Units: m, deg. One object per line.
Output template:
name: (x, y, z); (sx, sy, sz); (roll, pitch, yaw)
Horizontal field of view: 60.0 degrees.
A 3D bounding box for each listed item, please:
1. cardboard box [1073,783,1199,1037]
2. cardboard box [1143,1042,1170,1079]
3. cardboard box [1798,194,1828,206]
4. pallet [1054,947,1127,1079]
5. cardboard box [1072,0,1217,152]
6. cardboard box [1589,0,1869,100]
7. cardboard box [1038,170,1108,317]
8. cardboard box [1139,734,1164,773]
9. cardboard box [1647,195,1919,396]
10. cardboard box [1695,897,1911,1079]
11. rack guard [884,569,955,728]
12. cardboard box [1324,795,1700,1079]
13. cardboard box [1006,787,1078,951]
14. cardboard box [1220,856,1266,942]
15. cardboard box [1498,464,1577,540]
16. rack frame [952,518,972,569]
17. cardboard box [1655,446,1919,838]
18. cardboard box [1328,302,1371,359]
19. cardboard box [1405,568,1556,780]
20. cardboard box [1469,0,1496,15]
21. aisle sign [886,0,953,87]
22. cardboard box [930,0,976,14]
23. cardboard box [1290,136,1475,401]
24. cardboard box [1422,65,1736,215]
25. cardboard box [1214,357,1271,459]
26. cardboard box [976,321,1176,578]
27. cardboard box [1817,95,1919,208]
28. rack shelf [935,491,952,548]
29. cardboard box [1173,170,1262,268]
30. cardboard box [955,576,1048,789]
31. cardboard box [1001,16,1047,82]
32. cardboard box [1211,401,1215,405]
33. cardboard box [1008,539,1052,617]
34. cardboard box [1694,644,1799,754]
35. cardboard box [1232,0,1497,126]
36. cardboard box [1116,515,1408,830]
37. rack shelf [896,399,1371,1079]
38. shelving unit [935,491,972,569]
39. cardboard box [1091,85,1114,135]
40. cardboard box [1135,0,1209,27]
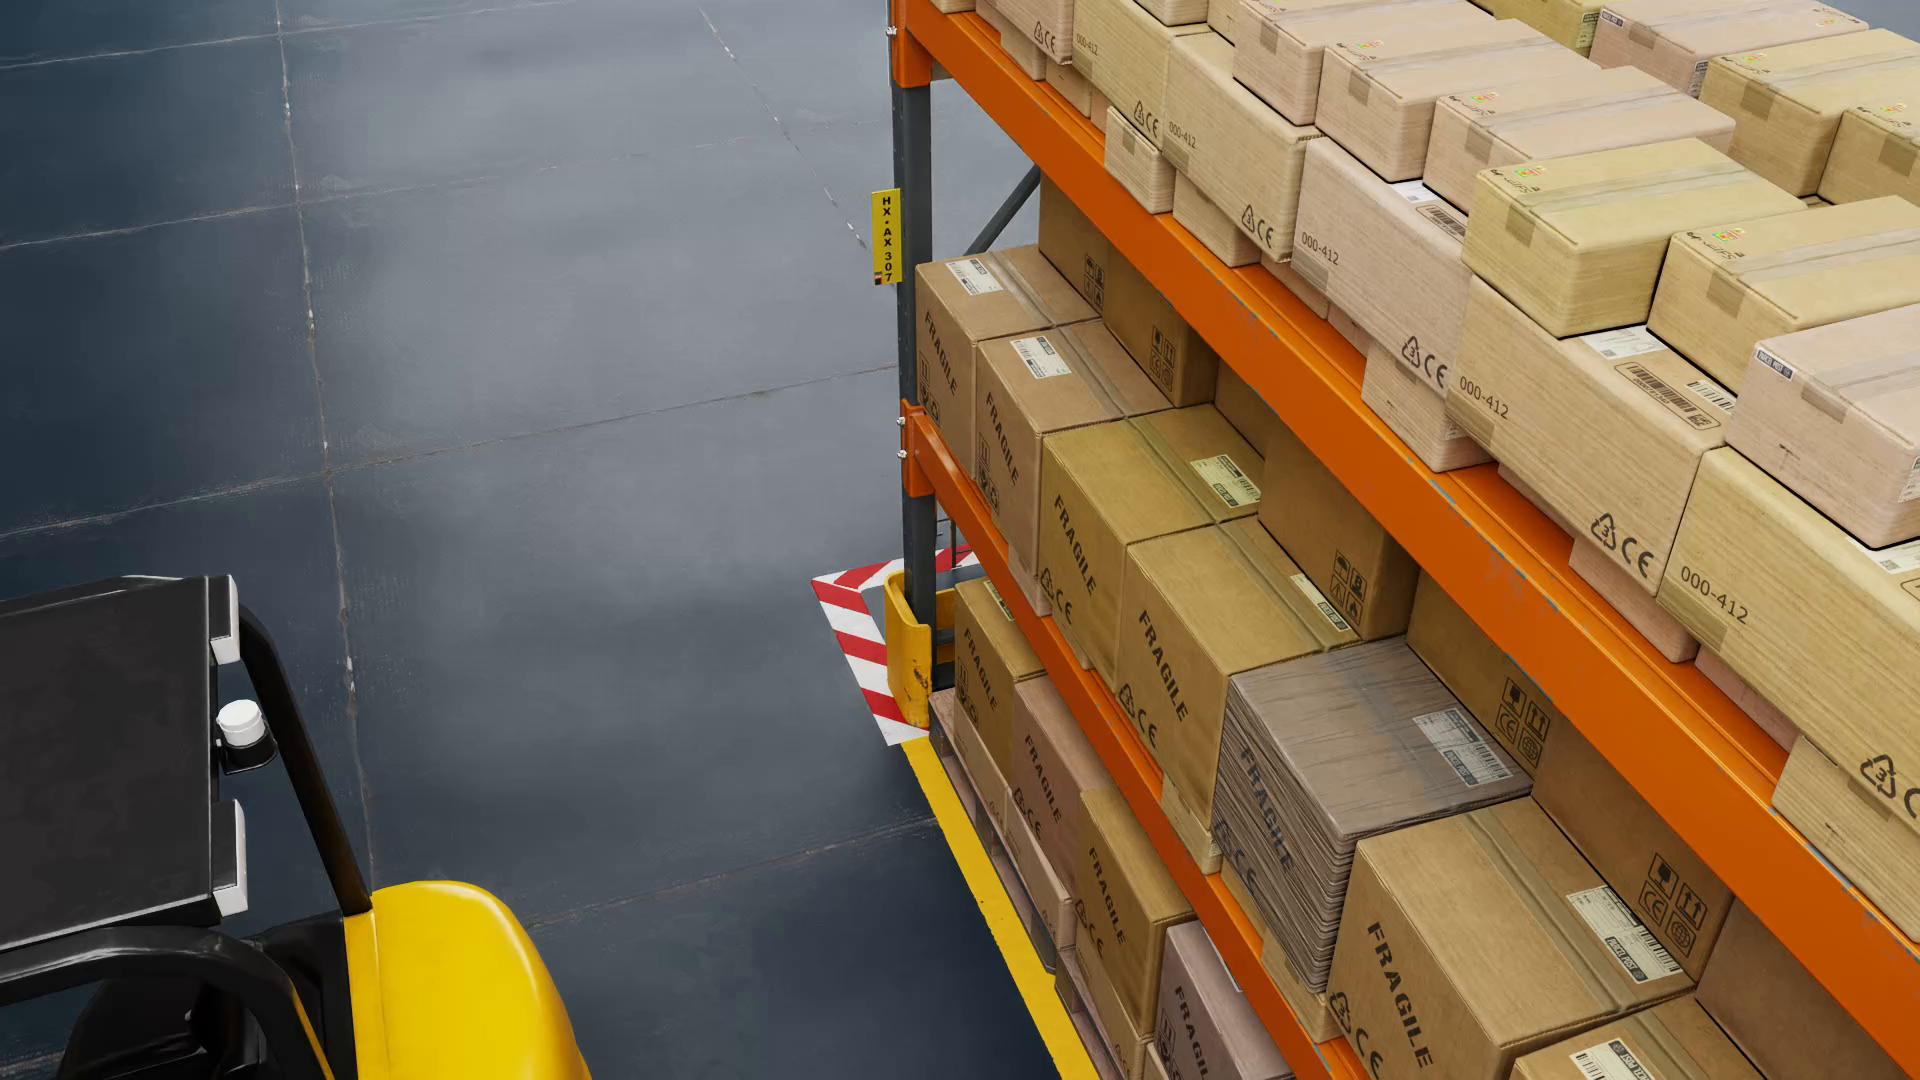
cardboard box: (0.655, 1.003, 4.739); (0.500, 0.500, 0.500); (-12, 39, -15)
cardboard box: (0.837, 1.591, 4.581); (0.500, 0.250, 0.500); (-12, 39, -15)
cardboard box: (1.415, -0.612, 2.954); (0.500, 0.250, 0.500); (-12, 39, -16)
pallet: (0.968, 1.577, 4.981); (1.003, 0.211, 1.213); (-12, 39, -16)
cardboard box: (0.567, -1.079, 3.573); (0.500, 0.250, 0.500); (-11, 38, -15)
cardboard box: (1.354, -0.861, 2.953); (0.380, 0.149, 0.250); (-13, 39, -17)
cardboard box: (0.660, -1.049, 4.988); (0.700, 0.500, 0.500); (-13, 39, -17)
cardboard box: (0.692, 0.491, 4.314); (0.380, 0.149, 0.250); (-13, 39, -17)
cardboard box: (1.175, -0.321, 2.236); (0.380, 0.149, 0.250); (-12, 38, -15)
cardboard box: (1.708, 0.674, 2.701); (0.700, 0.500, 0.500); (-13, 39, -16)
rack guard: (0.305, 0.307, 6.427); (1.175, 0.500, 0.348); (-12, 39, -16)
cardboard box: (1.086, 0.878, 3.261); (0.500, 0.500, 0.500); (-11, 38, -14)
cardboard box: (0.466, 0.999, 5.367); (0.500, 0.250, 0.500); (-11, 38, -14)
cardboard box: (0.846, 0.783, 3.926); (0.380, 0.149, 0.250); (-13, 39, -17)
cardboard box: (1.103, -0.141, 2.660); (0.380, 0.149, 0.250); (-14, 39, -17)
rack frame: (0.060, -0.320, 6.803); (0.200, 1.050, 0.008); (-12, 39, -16)
cardboard box: (1.250, 0.074, 2.043); (0.500, 0.250, 0.500); (-13, 39, -16)
cardboard box: (0.910, -0.436, 3.051); (0.380, 0.149, 0.250); (-12, 39, -15)
cardboard box: (1.405, 0.091, 3.474); (0.700, 0.500, 0.500); (-13, 39, -17)
cardboard box: (1.232, -1.161, 3.352); (0.380, 0.149, 0.250); (-11, 38, -15)
aisle sign: (-0.033, -1.743, 4.911); (0.394, 0.787, 0.004); (-12, 39, -16)
cardboard box: (0.088, -1.577, 4.567); (0.380, 0.149, 0.250); (-12, 39, -16)
cardboard box: (0.914, -0.502, 2.807); (0.500, 0.250, 0.500); (-13, 39, -17)
cardboard box: (0.969, -0.610, 2.620); (0.380, 0.149, 0.250); (-13, 39, -17)
cardboard box: (1.099, -0.495, 4.252); (0.700, 0.500, 0.500); (-13, 39, -16)
cardboard box: (0.363, -0.276, 4.793); (0.500, 0.500, 0.500); (-11, 38, -15)
cardboard box: (1.589, -0.582, 2.583); (0.380, 0.149, 0.250); (-13, 39, -16)
rack shelf: (0.018, -0.159, 7.068); (0.215, 0.259, 0.240); (-12, 39, -16)
cardboard box: (0.666, -0.708, 3.412); (0.380, 0.149, 0.250); (-13, 39, -17)
cardboard box: (0.306, 0.423, 5.508); (0.500, 0.500, 0.500); (-14, 39, -17)
cardboard box: (0.322, -1.291, 4.186); (0.380, 0.149, 0.250); (-11, 38, -15)
cardboard box: (0.893, -0.360, 4.904); (0.500, 0.500, 0.500); (-12, 39, -16)
cardboard box: (0.361, 0.060, 4.886); (0.380, 0.149, 0.250); (-12, 39, -15)
cardboard box: (1.256, 0.152, 2.271); (0.380, 0.149, 0.250); (-12, 39, -15)
cardboard box: (0.718, -0.881, 2.979); (0.380, 0.149, 0.250); (-12, 39, -15)
cardboard box: (0.722, 0.297, 4.032); (0.500, 0.500, 0.500); (-13, 39, -17)
rack shelf: (0.967, 0.683, 4.448); (1.077, 0.370, 4.000); (-12, 39, -16)
shelving unit: (0.018, -0.389, 6.894); (0.215, 1.050, 0.252); (-12, 39, -16)
cardboard box: (0.525, -1.007, 3.809); (0.380, 0.149, 0.250); (-14, 39, -17)
cardboard box: (0.545, -1.173, 3.366); (0.380, 0.149, 0.250); (-11, 38, -15)
